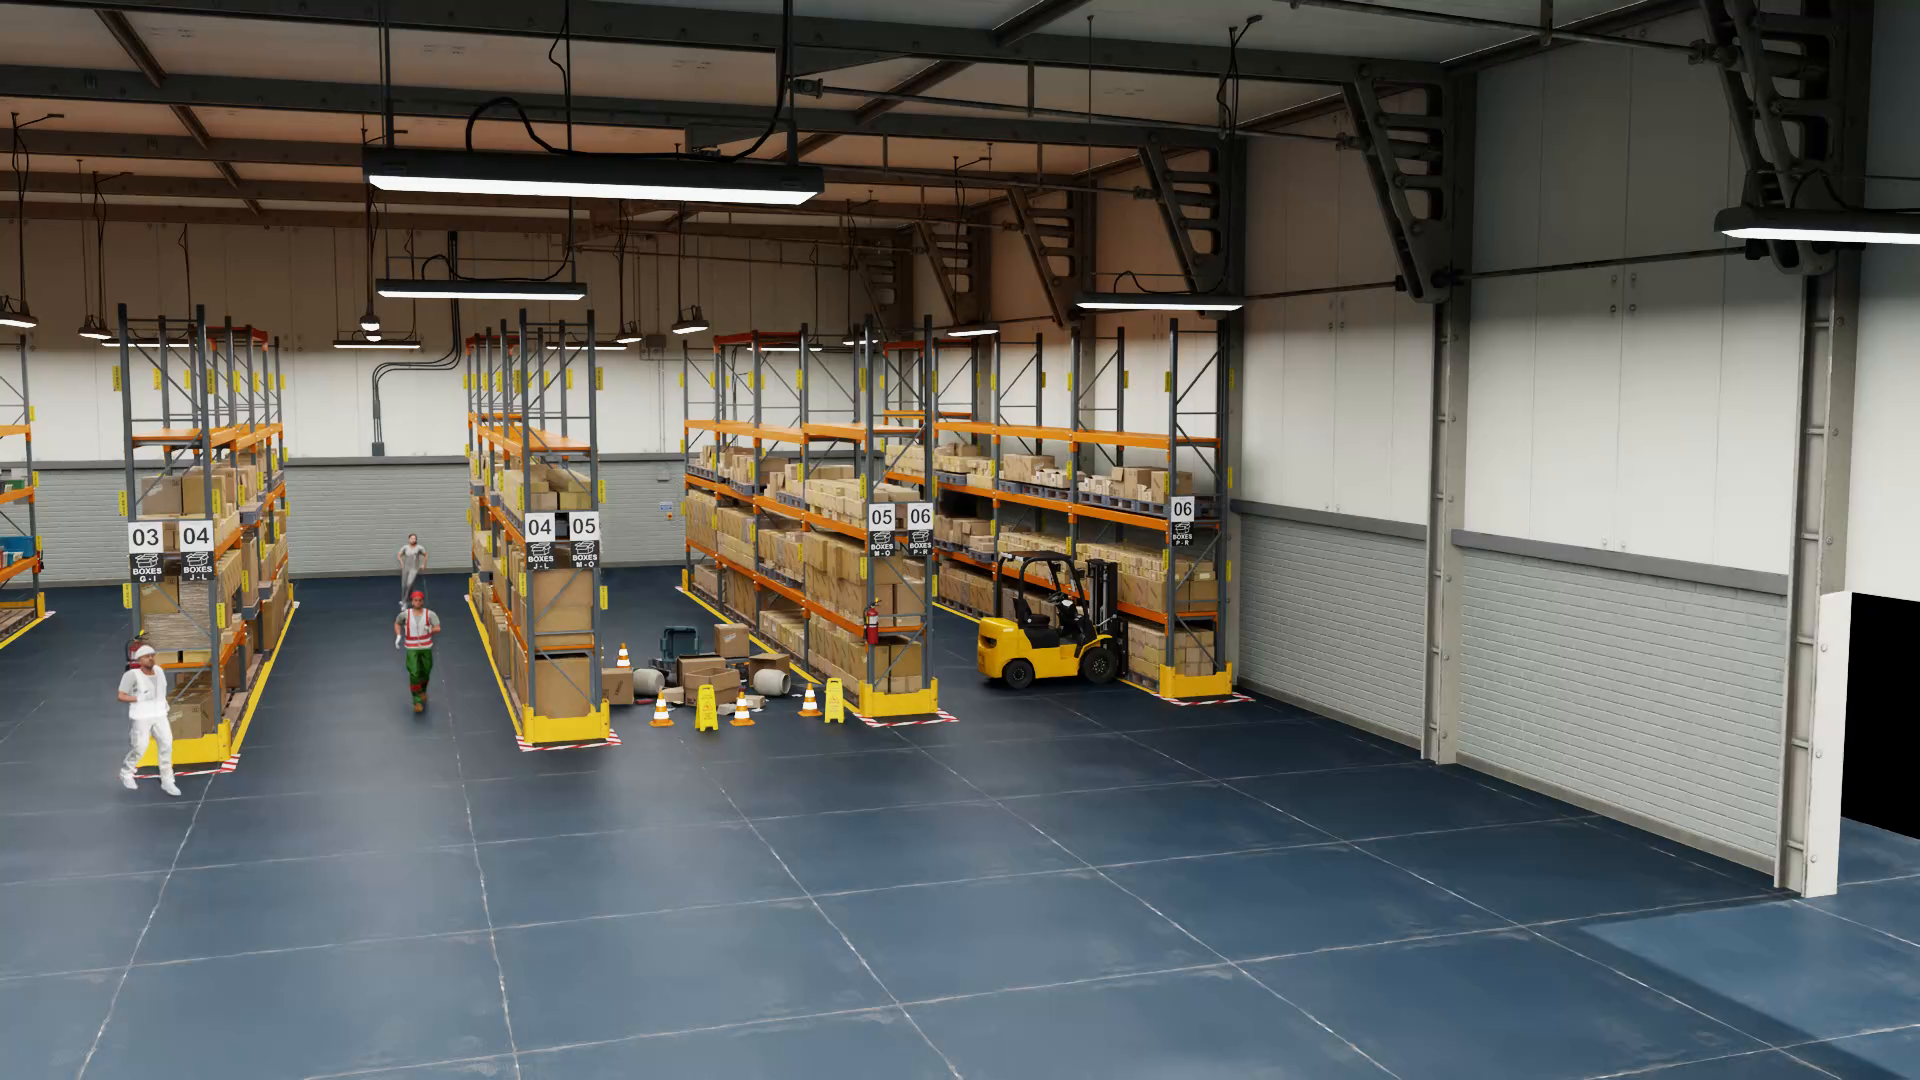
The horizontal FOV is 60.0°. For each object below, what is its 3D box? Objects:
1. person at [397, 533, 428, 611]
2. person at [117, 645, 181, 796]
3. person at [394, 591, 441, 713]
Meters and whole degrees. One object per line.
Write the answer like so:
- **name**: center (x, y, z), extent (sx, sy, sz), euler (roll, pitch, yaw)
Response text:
- **person**: center (-12.163, 0.691, 36.853), extent (0.653, 1.689, 0.752), euler (0, 5, -3)
- **person**: center (-9.881, 2.187, 20.218), extent (0.871, 1.812, 0.688), euler (3, 6, 32)
- **person**: center (-8.282, 1.669, 25.446), extent (0.660, 1.787, 0.976), euler (-2, 6, -24)
